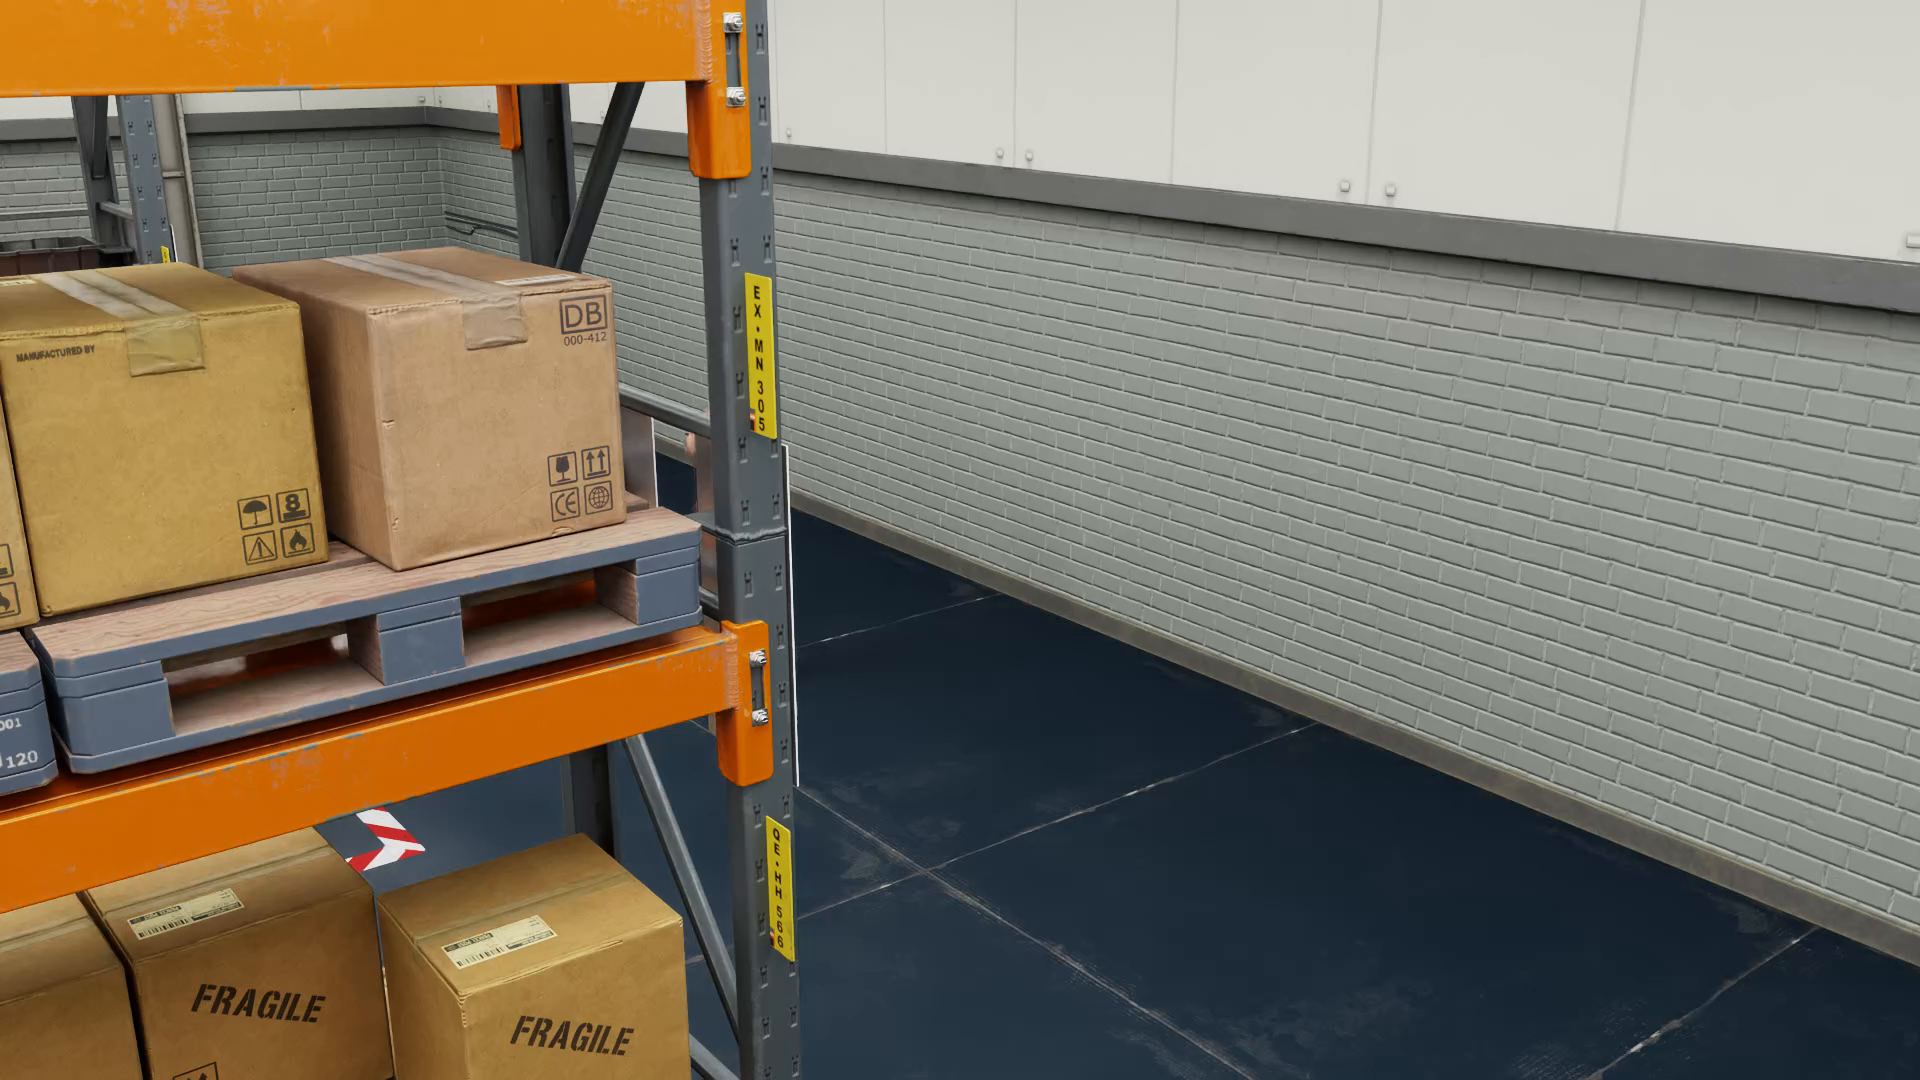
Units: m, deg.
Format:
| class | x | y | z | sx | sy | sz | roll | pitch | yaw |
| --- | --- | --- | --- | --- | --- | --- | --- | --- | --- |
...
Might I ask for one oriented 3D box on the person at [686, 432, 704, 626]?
| class | x | y | z | sx | sy | sz | roll | pitch | yaw |
| --- | --- | --- | --- | --- | --- | --- | --- | --- | --- |
| person | -1.489 | 0.058 | 10.623 | 0.522 | 1.647 | 0.611 | -13 | 22 | -35 |
